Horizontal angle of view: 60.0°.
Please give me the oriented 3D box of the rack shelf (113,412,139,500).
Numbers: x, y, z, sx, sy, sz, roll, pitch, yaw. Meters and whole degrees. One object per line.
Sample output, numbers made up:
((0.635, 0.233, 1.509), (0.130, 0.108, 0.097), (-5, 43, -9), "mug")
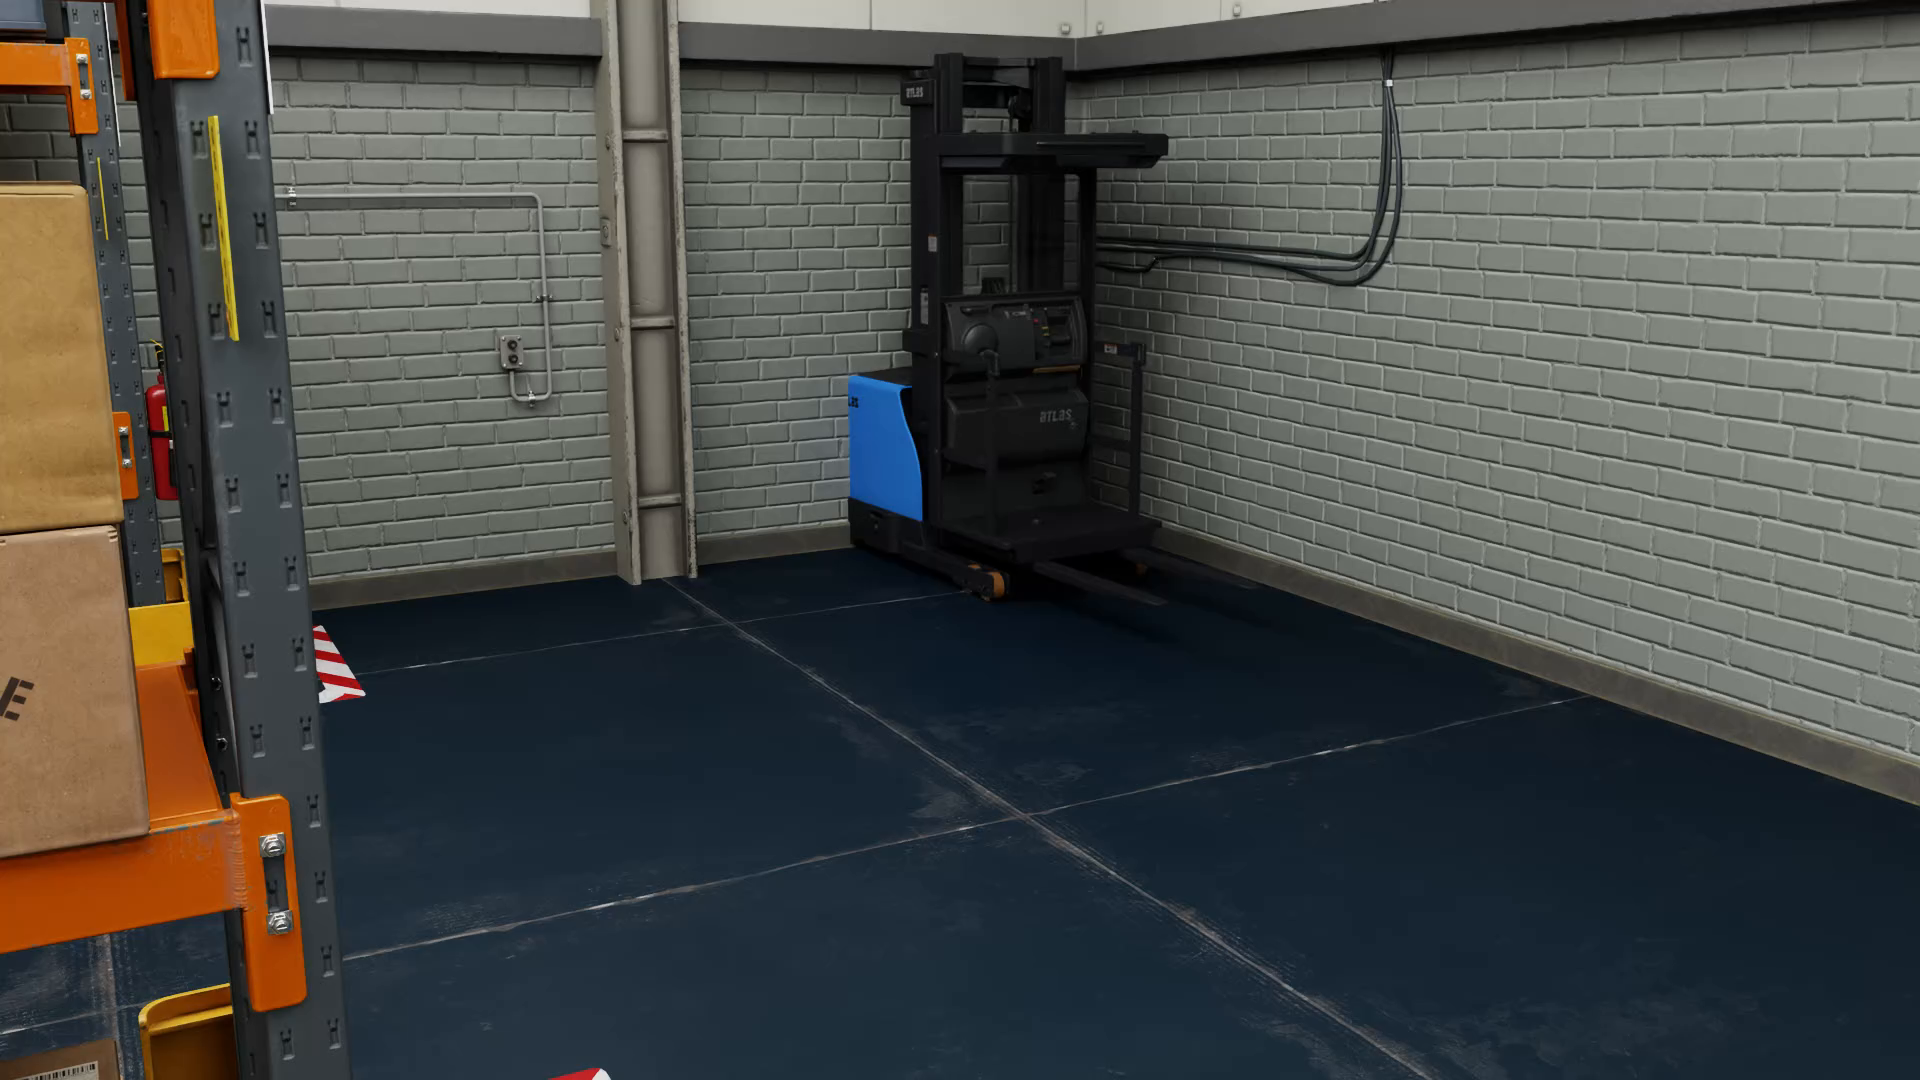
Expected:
((-5.476, -0.245, 6.504), (4.000, 0.370, 1.077), (-7, 14, -28), "rack shelf")

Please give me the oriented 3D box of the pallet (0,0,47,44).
((-4.367, -2.146, 6.685), (1.213, 0.211, 1.003), (-7, 14, -28), "pallet")

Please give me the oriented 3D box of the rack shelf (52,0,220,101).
((-3.100, -0.754, 1.935), (4.000, 0.370, 1.077), (-7, 14, -28), "rack shelf")

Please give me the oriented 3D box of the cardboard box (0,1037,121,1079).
((-1.703, 1.257, 2.881), (0.500, 0.500, 0.500), (-7, 14, -28), "cardboard box")

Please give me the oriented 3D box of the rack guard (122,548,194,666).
((-3.700, 0.411, 7.646), (0.348, 0.500, 1.175), (-7, 14, -28), "rack guard")

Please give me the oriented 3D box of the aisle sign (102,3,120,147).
((-3.514, -2.024, 6.851), (0.004, 0.787, 0.394), (-7, 14, -28), "aisle sign")

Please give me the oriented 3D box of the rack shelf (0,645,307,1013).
((-3.100, 0.709, 2.264), (4.000, 0.370, 1.077), (-7, 14, -28), "rack shelf")

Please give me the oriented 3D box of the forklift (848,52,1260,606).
((0.444, -1.211, 9.316), (1.130, 2.935, 3.031), (-8, 15, -32), "forklift")

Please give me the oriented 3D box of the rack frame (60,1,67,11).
((-3.721, -3.733, 6.701), (0.127, 3.000, 1.000), (-7, 14, -28), "rack frame")

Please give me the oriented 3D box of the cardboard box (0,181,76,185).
((-1.860, -0.393, 3.018), (0.500, 0.500, 0.500), (-6, 14, -26), "cardboard box")

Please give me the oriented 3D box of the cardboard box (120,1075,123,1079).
((-1.876, 1.302, 3.483), (0.250, 0.149, 0.380), (-7, 14, -28), "cardboard box")

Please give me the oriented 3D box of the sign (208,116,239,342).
((-1.096, -0.462, 2.473), (0.005, 0.325, 0.100), (-7, 14, -28), "sign")

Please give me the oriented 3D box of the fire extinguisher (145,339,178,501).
((-3.367, -0.514, 7.085), (0.183, 0.674, 0.296), (-7, 14, -28), "fire extinguisher")

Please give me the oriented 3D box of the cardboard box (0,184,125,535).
((-1.603, -0.289, 2.556), (0.500, 0.500, 0.500), (-7, 14, -28), "cardboard box")

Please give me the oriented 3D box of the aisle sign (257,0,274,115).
((-1.137, -1.068, 2.604), (0.004, 0.787, 0.394), (-7, 14, -28), "aisle sign")

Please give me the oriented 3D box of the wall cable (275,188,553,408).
((-3.050, -1.619, 8.657), (1.851, 1.984, 0.084), (-7, 14, -28), "wall cable")

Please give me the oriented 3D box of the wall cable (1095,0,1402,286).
((1.415, -2.744, 9.380), (0.112, 2.526, 3.097), (-7, 14, -28), "wall cable")

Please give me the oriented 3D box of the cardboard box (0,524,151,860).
((-1.607, 0.199, 2.666), (0.500, 0.500, 0.500), (-6, 14, -26), "cardboard box")

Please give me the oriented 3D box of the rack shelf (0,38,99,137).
((-5.476, -1.708, 6.175), (4.000, 0.370, 1.077), (-7, 14, -28), "rack shelf")

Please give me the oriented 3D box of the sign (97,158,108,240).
((-3.473, -1.381, 6.736), (0.005, 0.325, 0.100), (-7, 14, -28), "sign")

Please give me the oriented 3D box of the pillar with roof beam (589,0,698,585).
((0.297, -3.354, 5.018), (0.400, 9.000, 9.100), (-7, 14, -28), "pillar with roof beam")

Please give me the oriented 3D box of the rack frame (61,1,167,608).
((-3.721, -0.806, 7.360), (0.127, 3.000, 1.000), (-7, 14, -28), "rack frame")

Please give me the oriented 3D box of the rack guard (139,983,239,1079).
((-1.411, 1.375, 3.359), (0.348, 0.500, 1.175), (-7, 14, -28), "rack guard")
